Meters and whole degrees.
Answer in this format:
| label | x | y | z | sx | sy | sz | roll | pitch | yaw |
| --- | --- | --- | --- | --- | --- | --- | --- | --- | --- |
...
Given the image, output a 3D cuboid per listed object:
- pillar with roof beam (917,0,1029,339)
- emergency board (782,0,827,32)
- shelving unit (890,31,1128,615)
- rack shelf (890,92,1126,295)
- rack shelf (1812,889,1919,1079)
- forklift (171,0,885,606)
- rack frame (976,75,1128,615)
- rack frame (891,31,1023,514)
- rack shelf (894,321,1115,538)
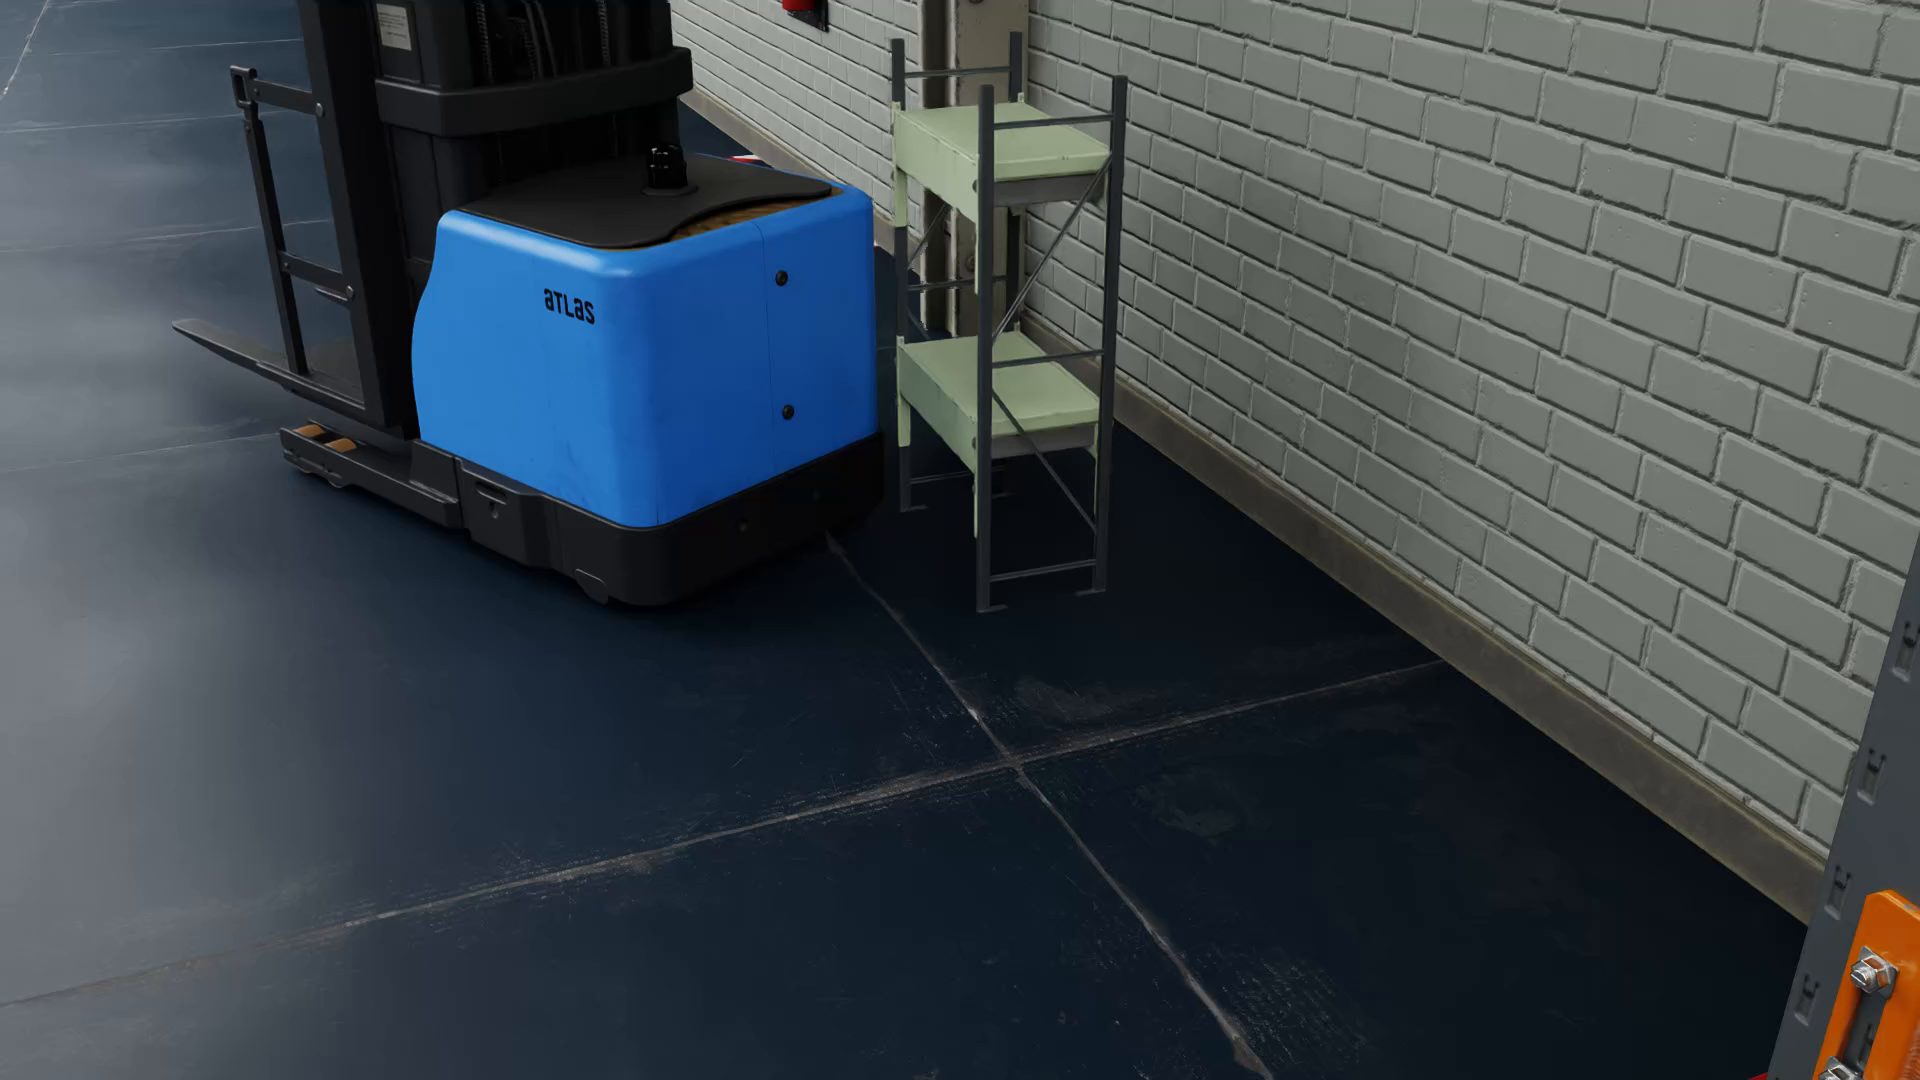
| label | x | y | z | sx | sy | sz | roll | pitch | yaw |
| --- | --- | --- | --- | --- | --- | --- | --- | --- | --- |
| pillar with roof beam | -3.912 | -4.165 | 3.524 | 9.100 | 9.000 | 0.400 | -11 | 28 | -21 |
| emergency board | -0.884 | -3.213 | 8.412 | 0.194 | 1.169 | 0.643 | -11 | 28 | -21 |
| shelving unit | 0.116 | -0.643 | 4.858 | 0.431 | 1.500 | 0.755 | -9 | 27 | -18 |
| rack shelf | 0.116 | -0.994 | 4.687 | 0.431 | 0.370 | 0.720 | -9 | 27 | -18 |
| rack shelf | 2.112 | 1.210 | 0.173 | 1.077 | 0.370 | 4.000 | -11 | 28 | -21 |
| forklift | -1.697 | -1.648 | 5.285 | 3.031 | 2.935 | 1.130 | 20 | 32 | 35 |
| rack frame | 0.239 | -0.492 | 4.548 | 0.400 | 1.500 | 0.023 | -9 | 27 | -18 |
| rack frame | -0.007 | -0.795 | 5.168 | 0.400 | 1.500 | 0.023 | -9 | 27 | -18 |
| rack shelf | 0.116 | -0.350 | 5.001 | 0.431 | 0.370 | 0.720 | -9 | 27 | -18 |
